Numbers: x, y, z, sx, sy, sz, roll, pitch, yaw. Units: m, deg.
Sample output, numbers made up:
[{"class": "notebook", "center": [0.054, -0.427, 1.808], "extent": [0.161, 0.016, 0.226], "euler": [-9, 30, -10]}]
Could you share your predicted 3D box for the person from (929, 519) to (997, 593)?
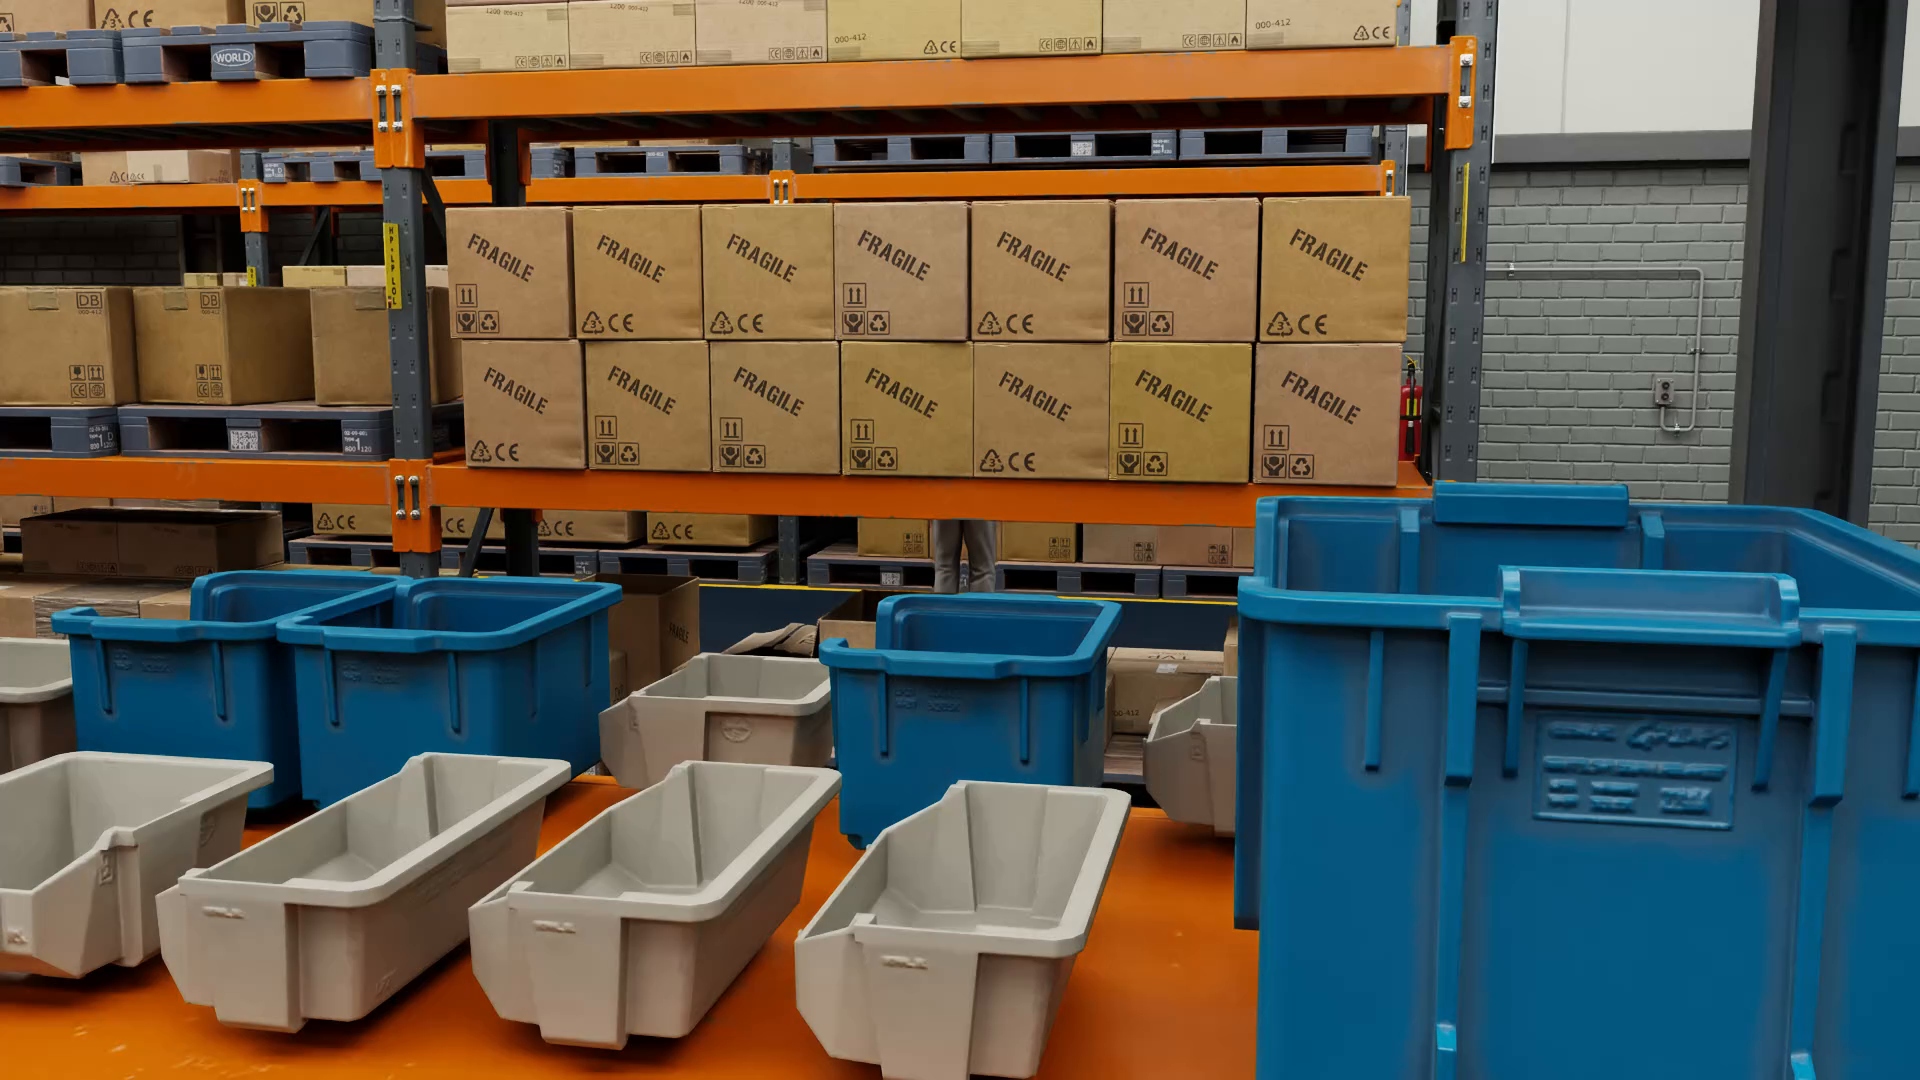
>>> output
[{"class": "person", "center": [0.011, -0.169, 9.024], "extent": [0.440, 1.676, 0.384], "euler": [2, 8, 12]}]
